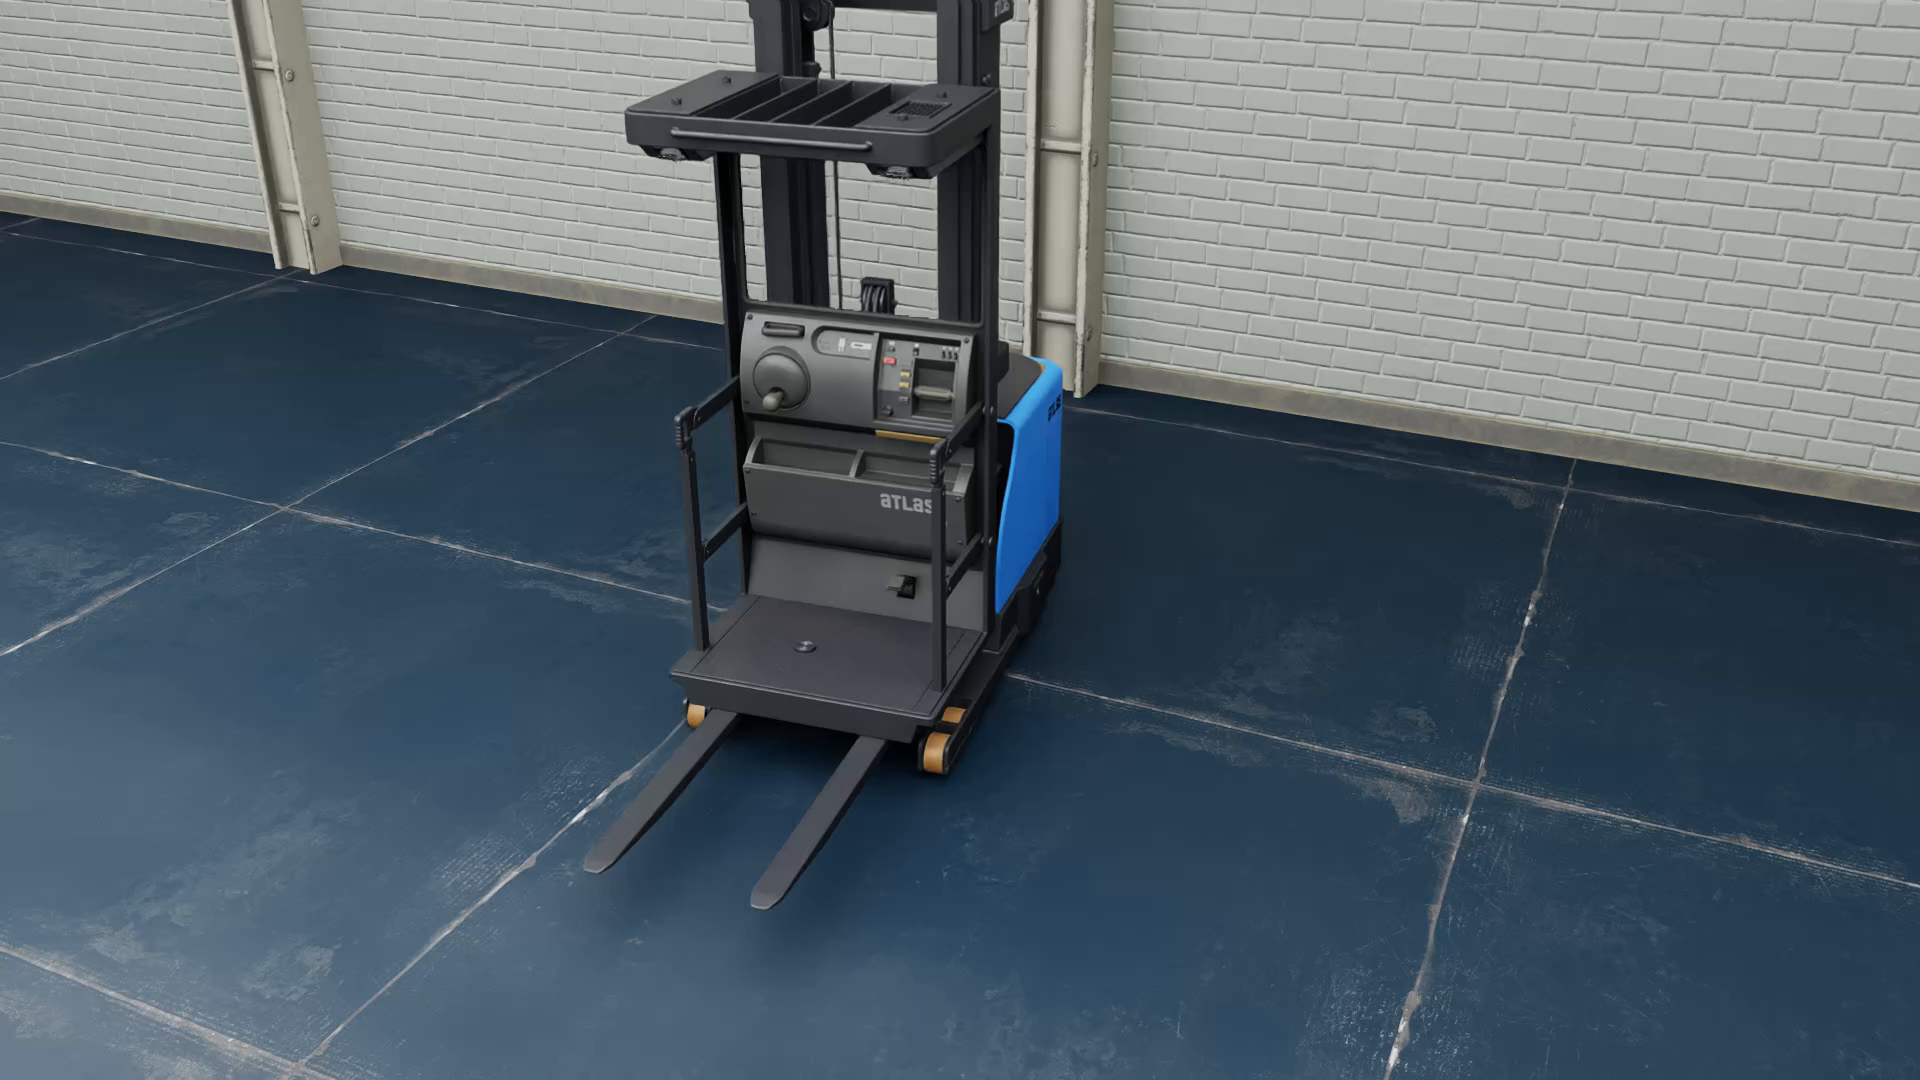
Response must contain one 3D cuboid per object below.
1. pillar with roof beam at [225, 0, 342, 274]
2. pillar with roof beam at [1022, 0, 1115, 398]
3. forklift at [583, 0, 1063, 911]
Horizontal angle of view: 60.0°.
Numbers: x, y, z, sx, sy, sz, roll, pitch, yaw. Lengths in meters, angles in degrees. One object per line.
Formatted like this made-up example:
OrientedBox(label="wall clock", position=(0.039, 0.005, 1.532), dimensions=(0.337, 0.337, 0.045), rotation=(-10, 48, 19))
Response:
OrientedBox(label="pillar with roof beam", position=(-6.629, -4.353, 6.903), dimensions=(0.400, 9.000, 9.100), rotation=(11, 28, 22))
OrientedBox(label="pillar with roof beam", position=(-1.167, -3.256, 4.675), dimensions=(0.400, 9.000, 9.100), rotation=(11, 28, 22))
OrientedBox(label="forklift", position=(-0.466, -0.609, 6.169), dimensions=(1.130, 2.935, 3.031), rotation=(8, 27, 16))
